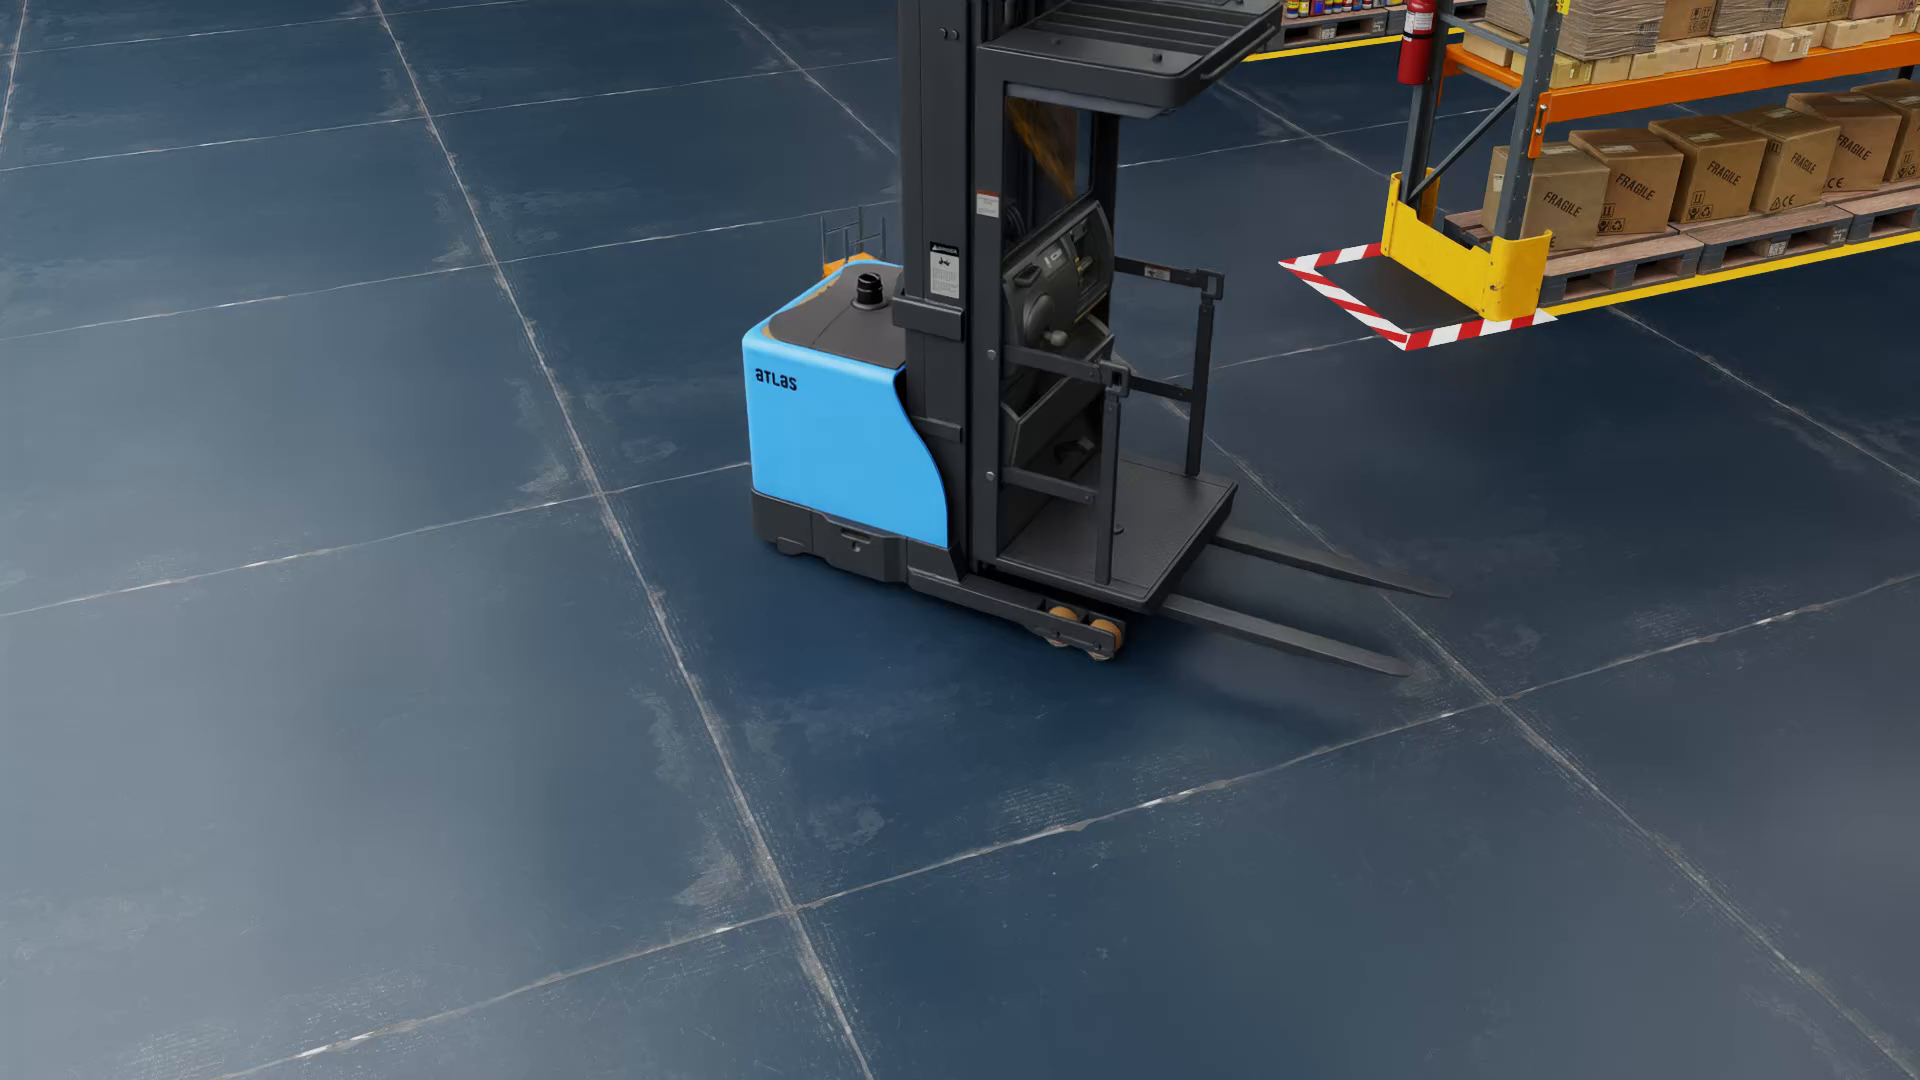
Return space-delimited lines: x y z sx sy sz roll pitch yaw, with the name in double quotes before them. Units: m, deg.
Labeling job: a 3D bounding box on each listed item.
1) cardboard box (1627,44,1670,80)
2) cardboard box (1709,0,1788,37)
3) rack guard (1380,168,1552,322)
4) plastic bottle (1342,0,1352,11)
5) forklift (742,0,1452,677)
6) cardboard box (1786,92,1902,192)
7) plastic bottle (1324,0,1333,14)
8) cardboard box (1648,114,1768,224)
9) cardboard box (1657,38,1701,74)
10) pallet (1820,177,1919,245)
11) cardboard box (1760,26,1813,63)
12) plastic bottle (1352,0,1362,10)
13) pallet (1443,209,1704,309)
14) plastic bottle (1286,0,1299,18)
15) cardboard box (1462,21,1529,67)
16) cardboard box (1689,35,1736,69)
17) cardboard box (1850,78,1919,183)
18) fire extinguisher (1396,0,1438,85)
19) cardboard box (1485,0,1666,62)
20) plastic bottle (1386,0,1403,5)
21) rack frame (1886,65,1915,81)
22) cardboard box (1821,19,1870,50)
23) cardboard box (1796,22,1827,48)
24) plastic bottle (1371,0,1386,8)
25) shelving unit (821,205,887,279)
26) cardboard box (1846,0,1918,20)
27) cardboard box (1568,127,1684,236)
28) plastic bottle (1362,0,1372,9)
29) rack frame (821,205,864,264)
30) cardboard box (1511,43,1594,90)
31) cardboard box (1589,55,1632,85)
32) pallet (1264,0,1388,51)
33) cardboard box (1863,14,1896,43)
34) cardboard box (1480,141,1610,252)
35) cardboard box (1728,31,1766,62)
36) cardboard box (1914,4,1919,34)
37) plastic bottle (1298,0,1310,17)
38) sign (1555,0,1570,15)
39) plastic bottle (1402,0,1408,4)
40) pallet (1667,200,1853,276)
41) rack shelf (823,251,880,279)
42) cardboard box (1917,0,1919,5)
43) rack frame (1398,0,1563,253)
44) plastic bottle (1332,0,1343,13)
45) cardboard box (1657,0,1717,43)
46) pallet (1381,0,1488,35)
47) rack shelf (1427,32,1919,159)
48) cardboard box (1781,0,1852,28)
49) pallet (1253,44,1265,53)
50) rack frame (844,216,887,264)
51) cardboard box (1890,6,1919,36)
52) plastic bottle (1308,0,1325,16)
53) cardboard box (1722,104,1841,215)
"cardboard box" 3.795 -2.757 9.468 0.250 0.149 0.380 -13 35 -19
"cardboard box" 4.376 -3.353 9.788 0.500 0.500 0.875 -13 35 -19
"rack guard" 3.036 -1.802 10.061 0.348 0.500 1.175 -13 35 -19
"plastic bottle" 3.340 -4.676 14.349 0.097 0.201 0.097 0 33 0
"forklift" 0.586 -1.059 6.690 3.031 2.935 1.130 16 36 23
"cardboard box" 5.745 -2.618 10.930 0.500 0.500 0.500 -2 33 -4
"plastic bottle" 3.157 -4.664 14.266 0.097 0.271 0.097 0 33 0
"cardboard box" 4.671 -2.352 10.521 0.500 0.500 0.500 -10 34 -14
"cardboard box" 4.018 -2.820 9.565 0.250 0.149 0.380 -13 35 -19
"pallet" 6.049 -2.350 11.168 1.213 0.211 1.003 -13 35 -19
"cardboard box" 4.742 -2.937 9.744 0.250 0.149 0.380 -13 35 -19
"plastic bottle" 3.436 -4.728 14.364 0.097 0.271 0.097 0 33 0
"pallet" 3.799 -1.835 10.376 1.213 0.211 1.003 -13 35 -19
"plastic bottle" 2.841 -4.591 14.154 0.097 0.271 0.097 0 33 0
"cardboard box" 3.149 -2.893 9.676 0.250 0.149 0.380 -13 35 -19
"cardboard box" 4.251 -2.870 9.640 0.250 0.149 0.380 -13 35 -19
"cardboard box" 6.270 -2.742 11.121 0.500 0.500 0.500 -14 36 -20
"fire extinguisher" 2.682 -3.009 9.695 0.183 0.674 0.296 -13 35 -19
"cardboard box" 3.484 -3.103 9.404 0.500 0.500 0.875 -13 35 -19
"plastic bottle" 3.780 -4.853 14.484 0.185 0.351 0.144 -13 35 -19
"rack frame" 6.654 -3.678 10.653 0.127 3.000 1.000 -13 35 -19
"cardboard box" 5.181 -3.071 9.949 0.250 0.149 0.380 -13 35 -19
"cardboard box" 4.921 -3.056 9.927 0.250 0.149 0.380 -13 35 -19
"plastic bottle" 3.628 -4.790 14.455 0.135 0.276 0.152 -12 35 -18
"shelving unit" -0.506 -1.032 8.235 0.258 1.200 0.189 -24 40 -32
"cardboard box" 5.319 -3.537 10.071 0.500 0.500 0.875 -13 35 -19
"cardboard box" 4.086 -2.229 10.332 0.500 0.500 0.500 -4 33 -6
"plastic bottle" 3.530 -4.720 14.416 0.097 0.201 0.097 0 33 0
"rack frame" -0.564 -1.070 8.294 0.240 1.200 0.006 -24 40 -32
"cardboard box" 3.321 -2.669 9.332 0.250 0.149 0.380 -13 35 -19
"cardboard box" 3.559 -2.712 9.398 0.250 0.149 0.380 -13 35 -19
"pallet" 2.975 -4.620 14.656 1.213 0.211 1.003 -13 35 -19
"cardboard box" 5.398 -3.141 10.057 0.250 0.149 0.380 -13 35 -19
"cardboard box" 3.548 -2.086 10.112 0.500 0.500 0.500 -7 34 -10
"cardboard box" 4.471 -2.936 9.743 0.250 0.149 0.380 -13 35 -19
"cardboard box" 5.894 -3.200 10.149 0.250 0.149 0.380 -13 35 -19
"plastic bottle" 2.936 -4.584 14.207 0.097 0.201 0.097 0 33 0
"sign" 3.176 -2.924 8.700 0.005 0.325 0.100 -13 35 -19
"plastic bottle" 3.943 -4.838 14.523 0.133 0.283 0.061 -11 35 -16
"pallet" 4.922 -2.090 10.769 1.213 0.211 1.003 -13 35 -19
"rack shelf" -0.508 -1.297 8.064 0.258 0.103 0.180 -24 40 -32
"cardboard box" 5.741 -3.693 10.311 0.500 0.500 0.875 -13 35 -19
"rack frame" 2.966 -2.834 9.355 0.127 3.000 1.000 -13 35 -19
"plastic bottle" 3.249 -4.685 14.298 0.097 0.271 0.097 0 33 0
"cardboard box" 3.898 -3.269 9.659 0.500 0.500 0.875 -13 35 -19
"pallet" 4.101 -4.879 15.056 1.213 0.211 1.003 -13 35 -19
"rack shelf" 4.810 -2.955 10.200 4.000 0.370 1.077 -13 35 -19
"cardboard box" 4.842 -3.452 9.941 0.500 0.500 0.875 -13 35 -19
"pallet" 1.852 -4.364 14.264 1.213 0.211 1.003 -13 35 -19
"rack frame" -0.449 -0.994 8.175 0.240 1.200 0.006 -24 40 -32
"cardboard box" 5.613 -3.214 10.170 0.250 0.149 0.380 -13 35 -19
"plastic bottle" 3.057 -4.635 14.210 0.133 0.283 0.061 -12 35 -18
"cardboard box" 5.203 -2.447 10.667 0.500 0.500 0.500 -16 36 -23
